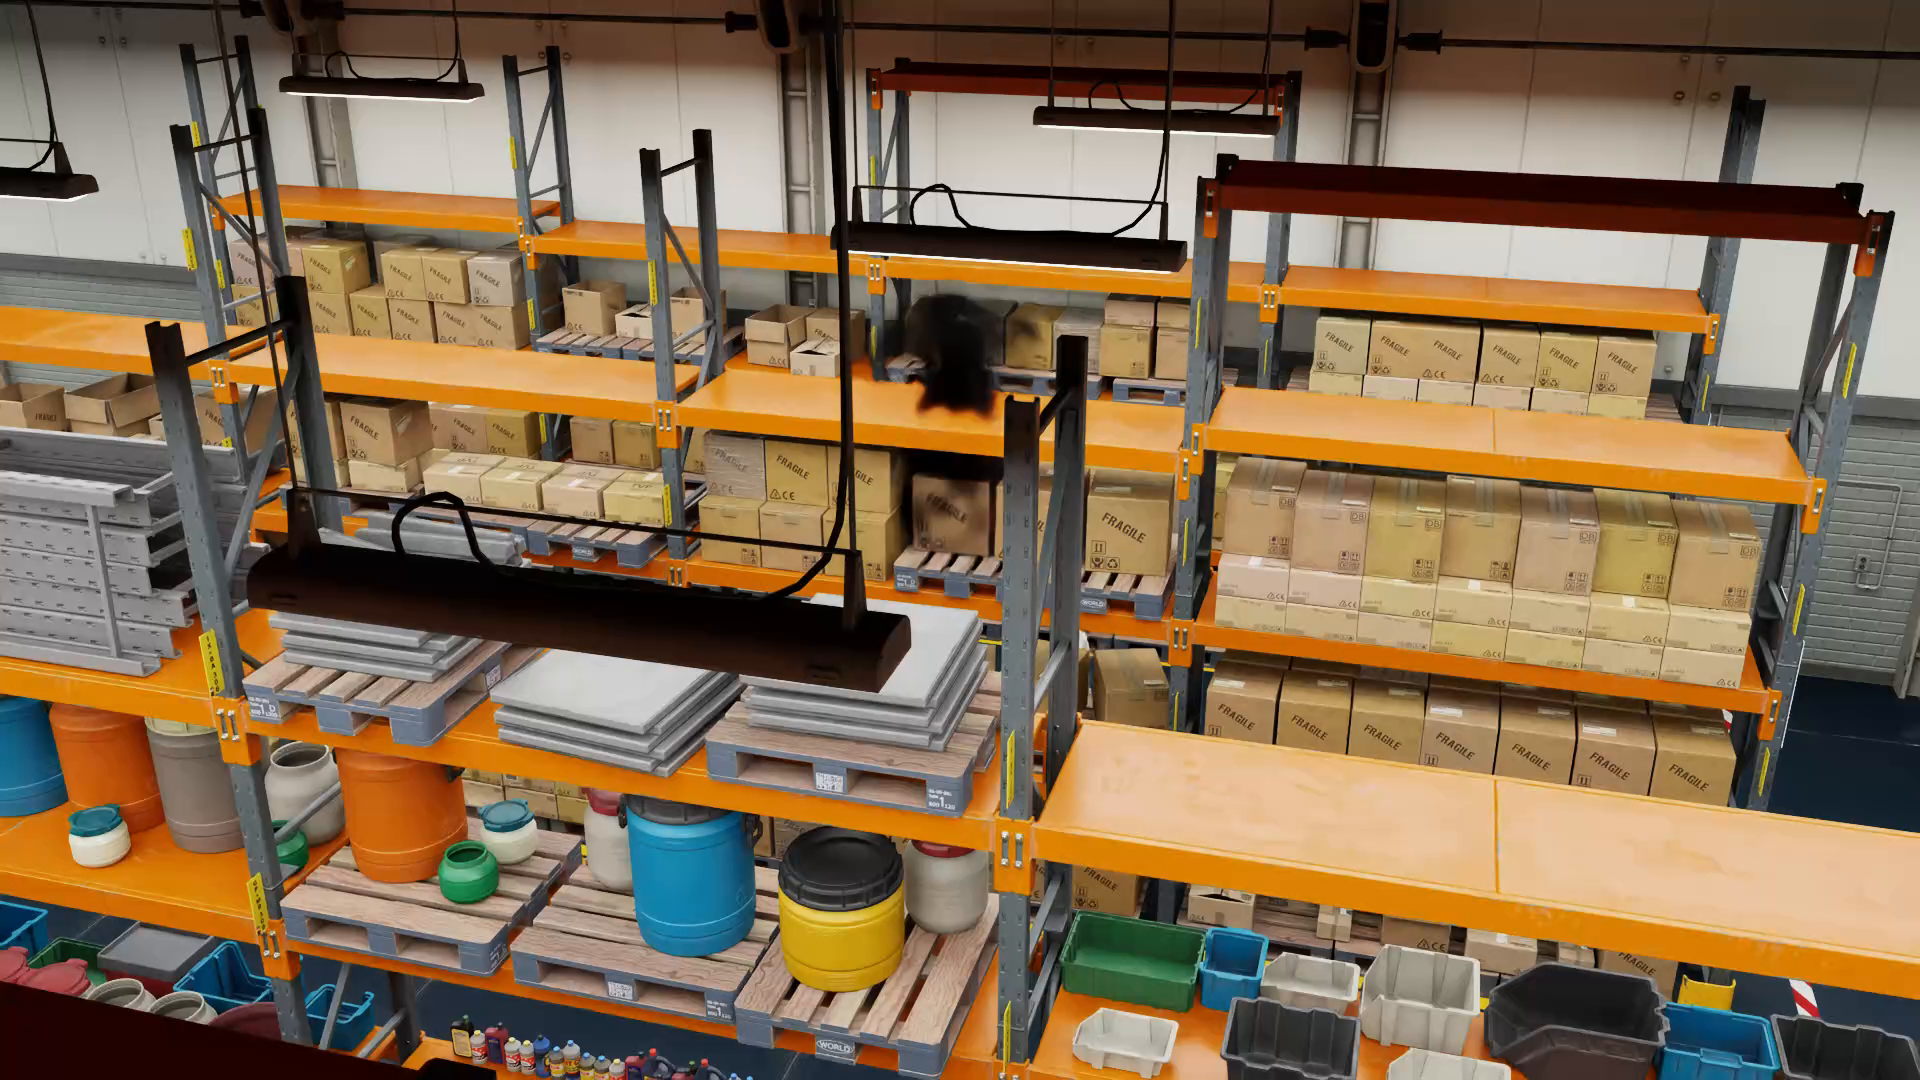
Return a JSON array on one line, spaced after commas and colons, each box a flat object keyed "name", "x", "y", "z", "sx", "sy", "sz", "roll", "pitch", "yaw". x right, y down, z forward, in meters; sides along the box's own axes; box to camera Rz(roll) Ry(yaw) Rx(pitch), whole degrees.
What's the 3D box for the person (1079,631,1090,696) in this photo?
[{"name": "person", "x": 0.974, "y": 1.420, "z": 15.116, "sx": 0.646, "sy": 1.724, "sz": 0.679, "roll": 7, "pitch": 23, "yaw": 16}]
